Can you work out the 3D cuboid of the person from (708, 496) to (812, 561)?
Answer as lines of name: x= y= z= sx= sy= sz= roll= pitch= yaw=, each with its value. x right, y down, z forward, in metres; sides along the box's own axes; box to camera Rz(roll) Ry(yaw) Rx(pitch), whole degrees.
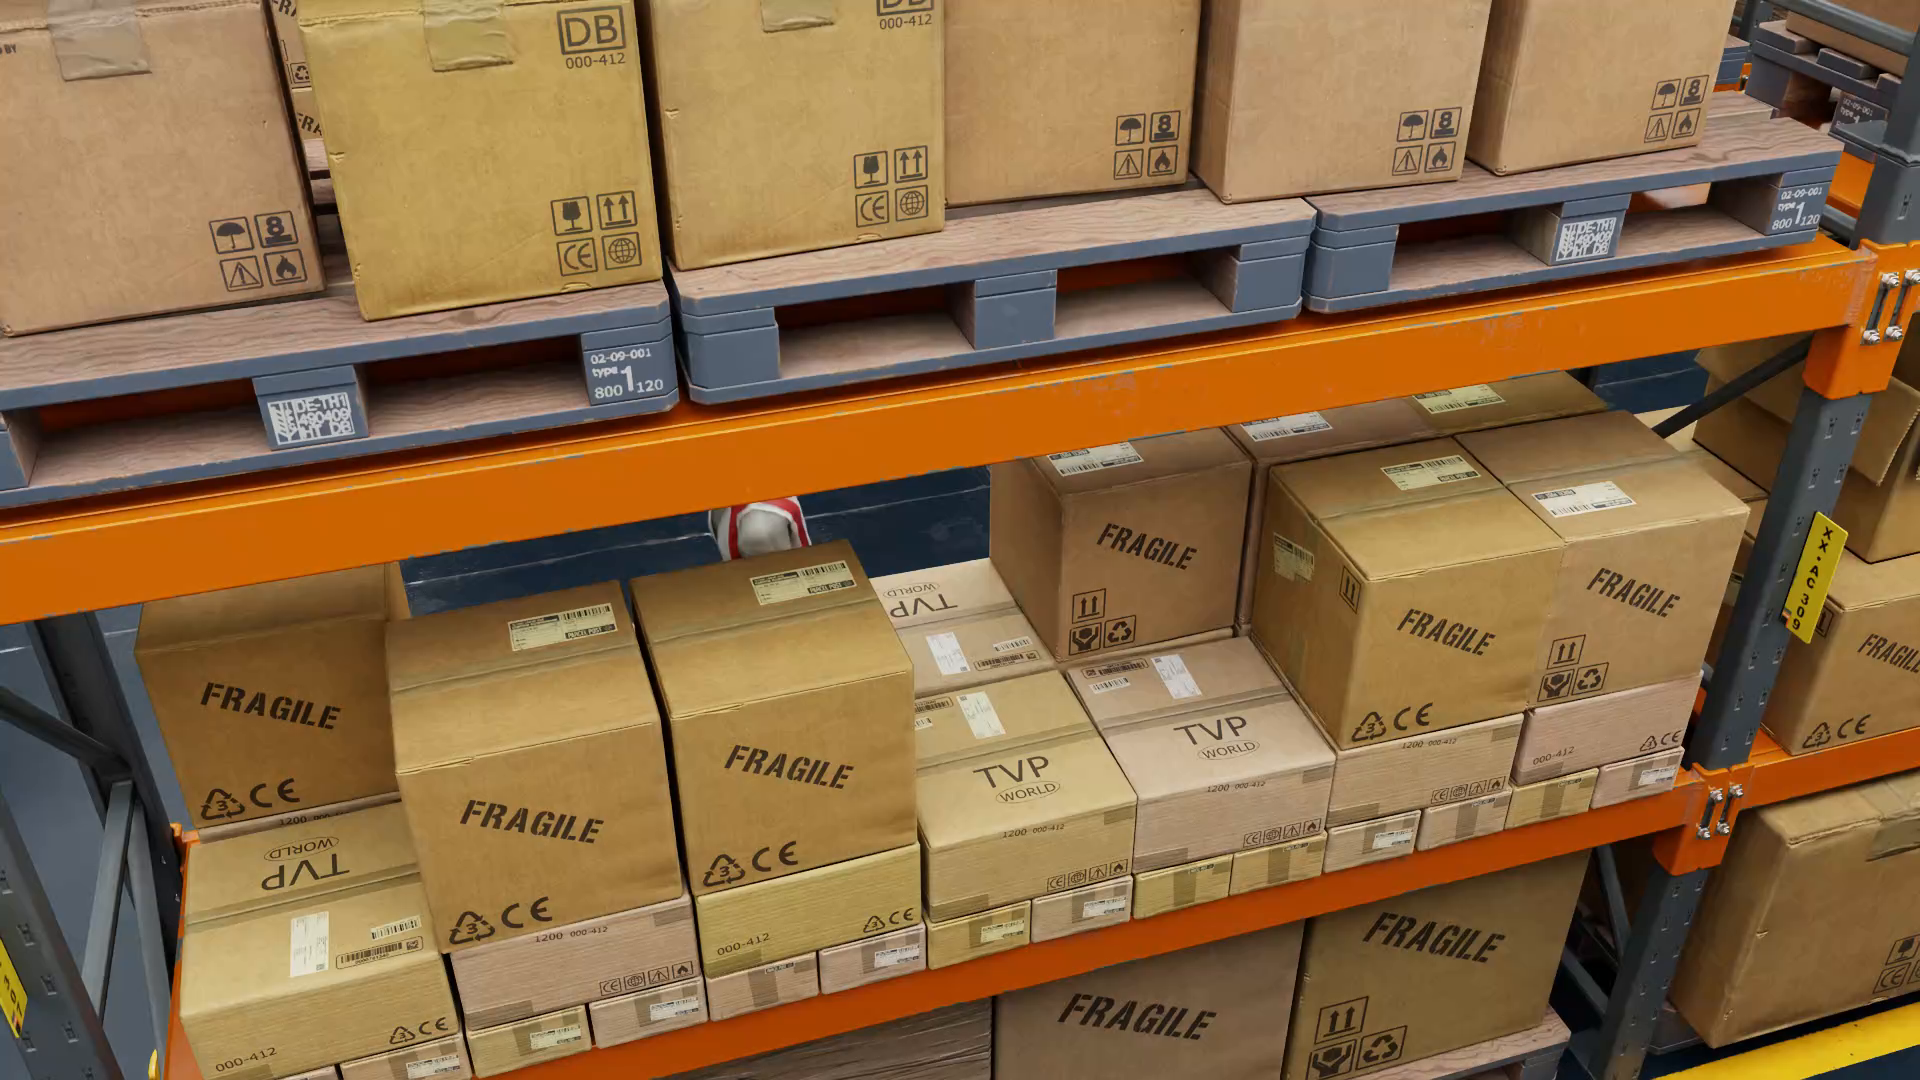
person: x=5.519 y=1.086 z=4.496 sx=11.115 sy=1.777 sz=7.718 roll=-12 pitch=35 yaw=-17
